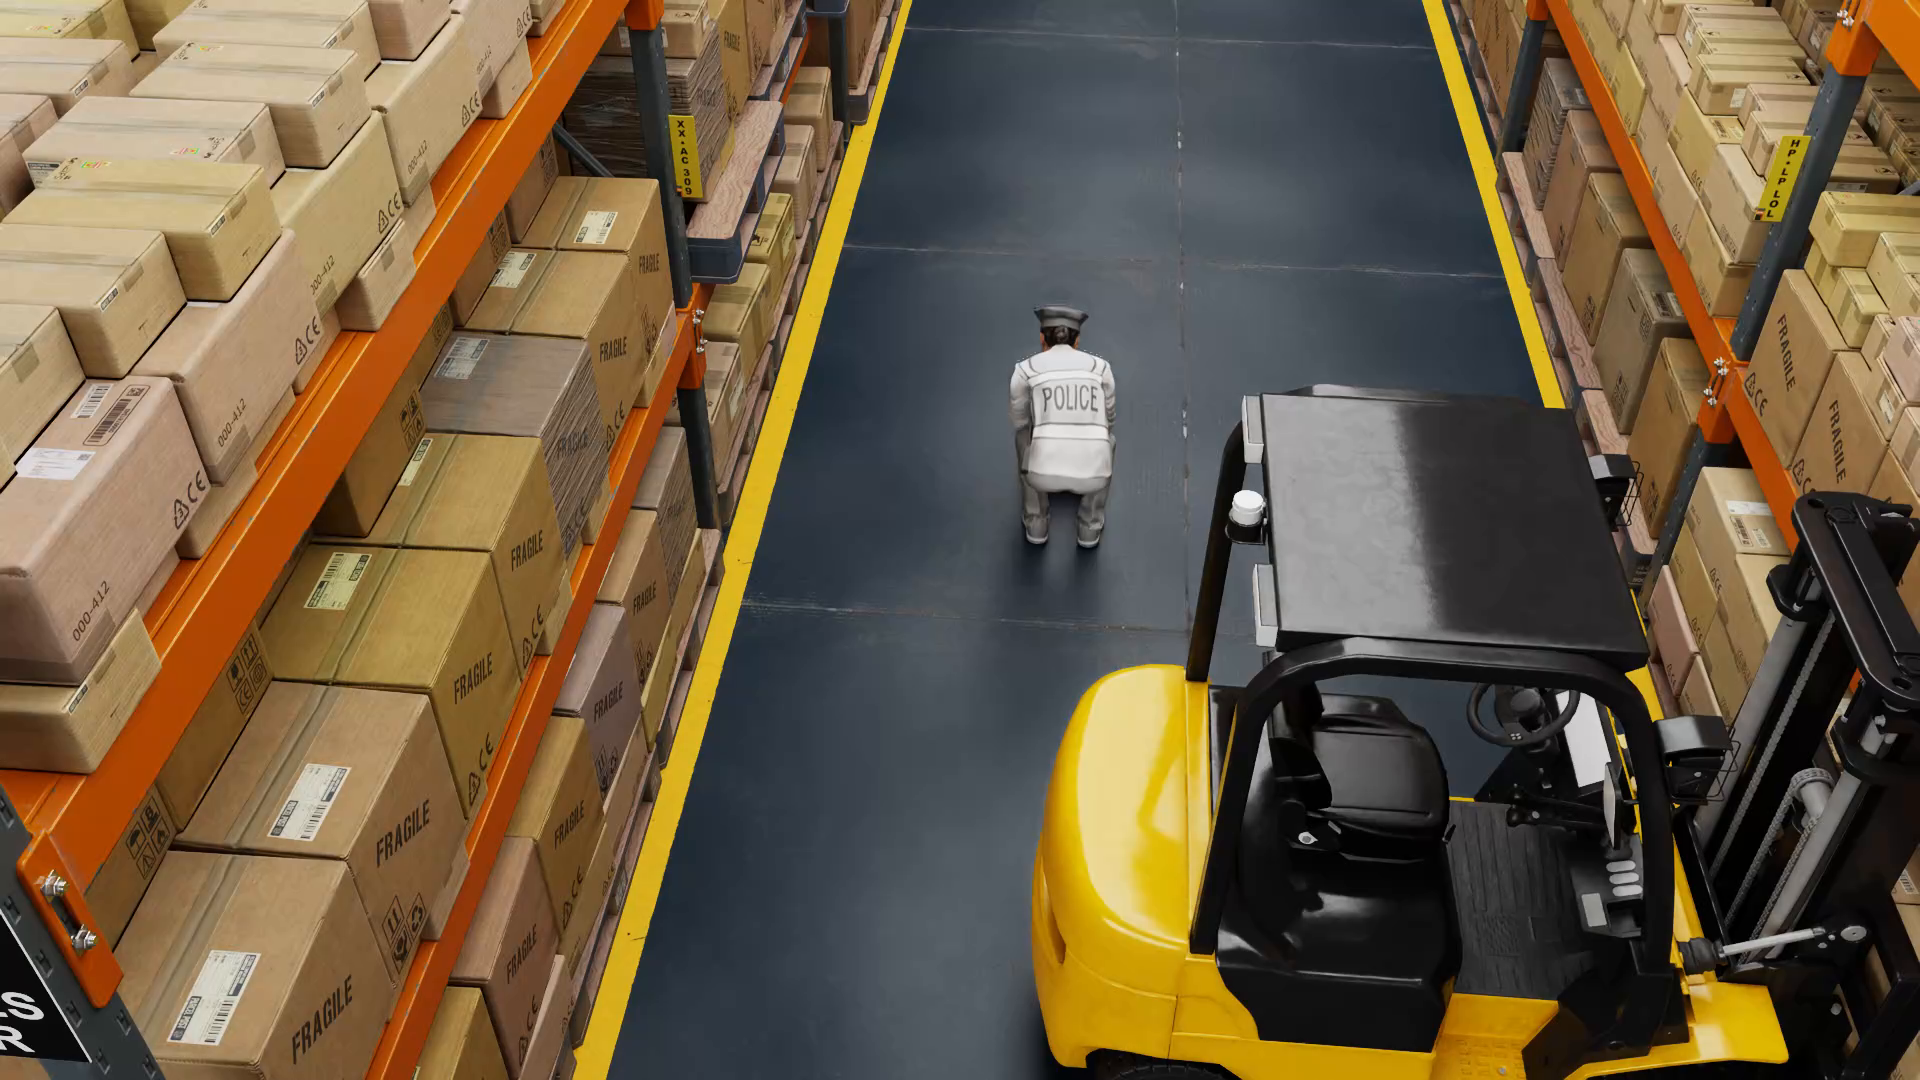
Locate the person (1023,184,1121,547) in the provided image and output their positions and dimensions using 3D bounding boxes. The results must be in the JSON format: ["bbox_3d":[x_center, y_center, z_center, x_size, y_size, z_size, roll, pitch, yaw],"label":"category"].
[{"bbox_3d":[0.466,-0.716,7.115,0.403,1.523,0.694,3,40,3],"label":"person"}]
